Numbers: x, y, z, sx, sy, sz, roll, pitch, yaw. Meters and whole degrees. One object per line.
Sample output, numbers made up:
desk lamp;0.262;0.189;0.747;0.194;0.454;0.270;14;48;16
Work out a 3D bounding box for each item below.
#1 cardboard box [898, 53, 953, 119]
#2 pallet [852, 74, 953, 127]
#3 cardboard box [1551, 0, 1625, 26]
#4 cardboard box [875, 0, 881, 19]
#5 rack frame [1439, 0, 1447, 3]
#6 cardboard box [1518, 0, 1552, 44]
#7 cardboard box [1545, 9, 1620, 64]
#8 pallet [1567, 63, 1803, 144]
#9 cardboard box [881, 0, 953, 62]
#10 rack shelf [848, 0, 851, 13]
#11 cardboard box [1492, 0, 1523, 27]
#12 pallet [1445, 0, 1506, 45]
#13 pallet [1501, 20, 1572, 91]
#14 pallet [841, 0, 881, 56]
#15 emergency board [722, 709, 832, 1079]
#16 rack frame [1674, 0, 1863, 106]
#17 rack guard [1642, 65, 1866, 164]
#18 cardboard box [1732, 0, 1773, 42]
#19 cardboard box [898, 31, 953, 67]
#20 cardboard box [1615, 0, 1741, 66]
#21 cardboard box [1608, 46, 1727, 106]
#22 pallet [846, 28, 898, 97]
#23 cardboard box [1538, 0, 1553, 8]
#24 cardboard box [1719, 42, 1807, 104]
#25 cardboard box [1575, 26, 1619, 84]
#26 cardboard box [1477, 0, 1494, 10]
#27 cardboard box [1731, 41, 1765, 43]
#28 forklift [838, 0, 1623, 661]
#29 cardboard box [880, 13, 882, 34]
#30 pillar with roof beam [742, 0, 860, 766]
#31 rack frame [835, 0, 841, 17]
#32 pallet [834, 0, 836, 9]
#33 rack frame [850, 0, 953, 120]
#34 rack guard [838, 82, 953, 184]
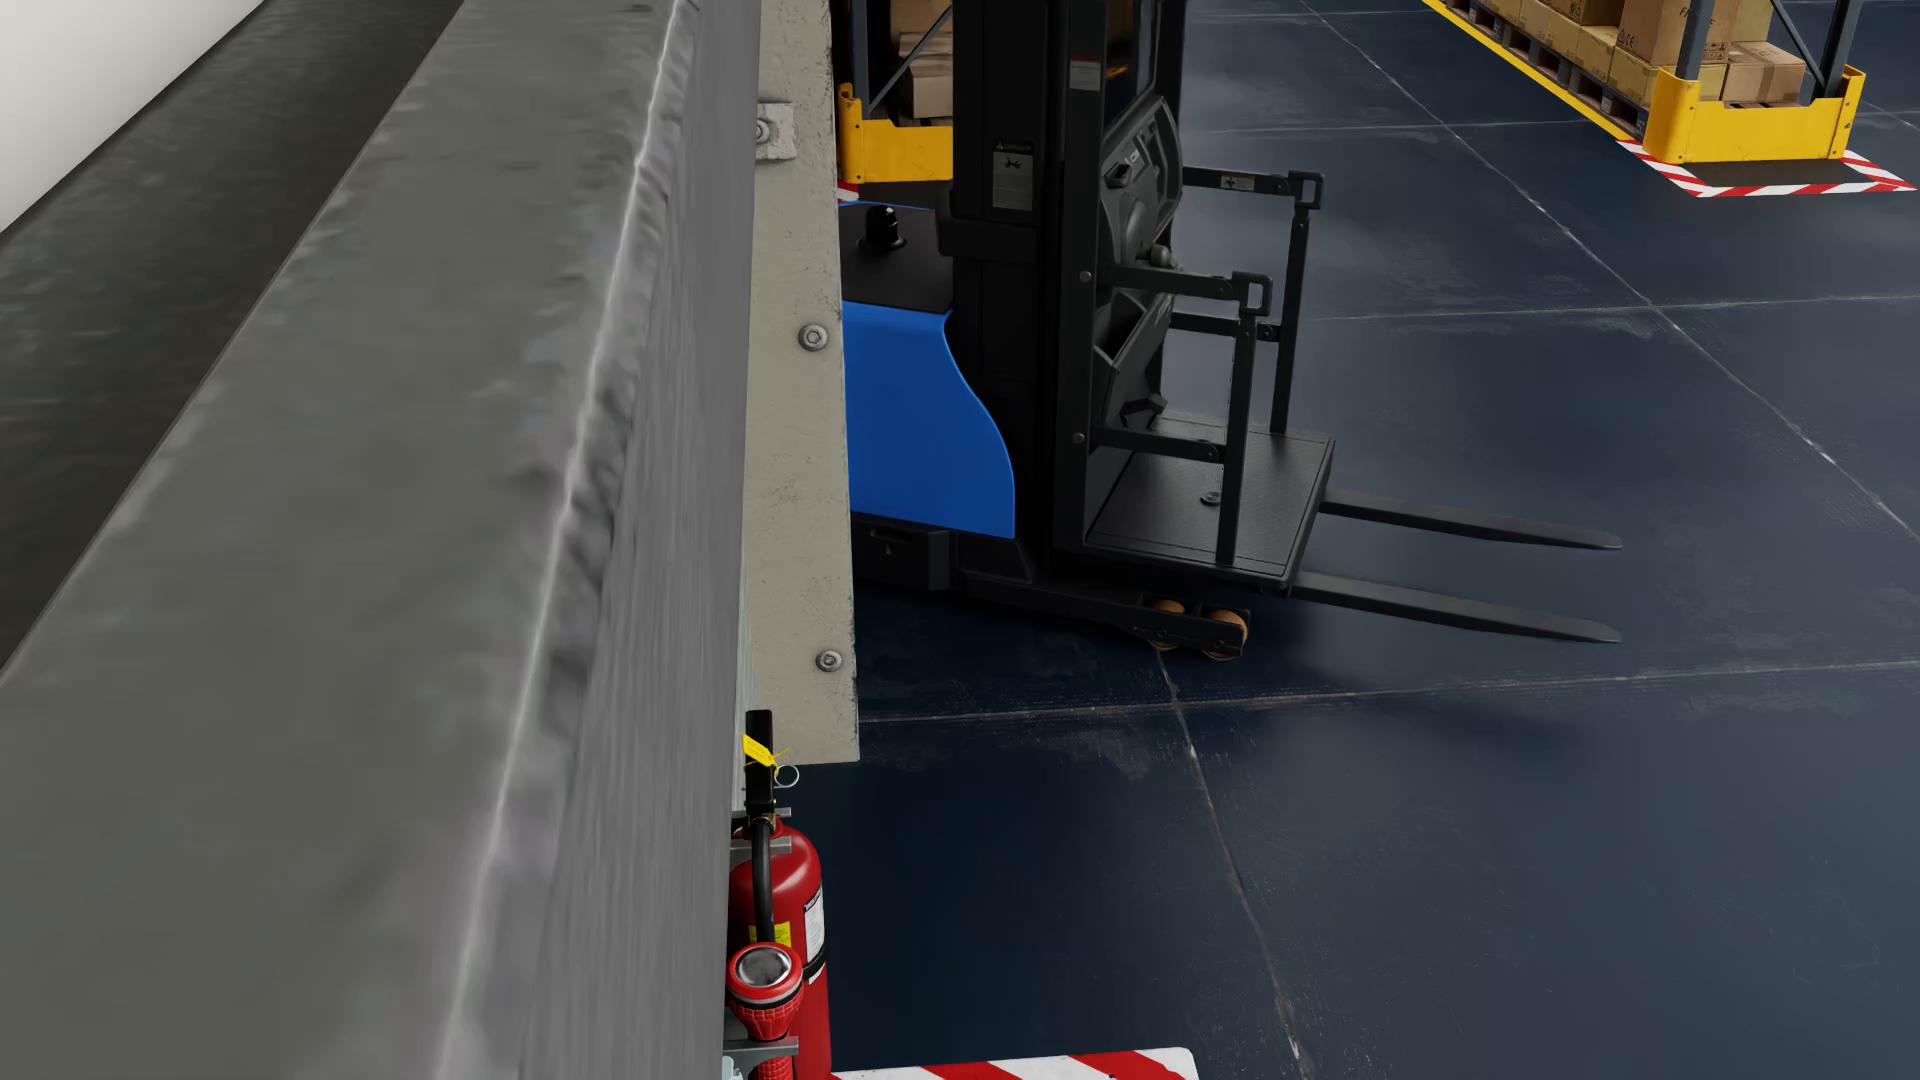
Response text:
cardboard box;-0.090;-2.842;10.276;0.500;0.311;0.500;-6;31;-10
pallet;-0.163;-2.708;10.578;1.003;0.211;1.213;-3;31;-5
cardboard box;4.362;-3.780;11.194;0.500;0.500;0.500;-3;31;-5
cardboard box;-0.352;-4.080;12.164;0.500;0.500;0.500;-5;31;-8
rack frame;4.443;-5.731;12.920;1.000;3.000;0.127;-3;31;-5
cardboard box;4.320;-3.714;11.814;0.500;0.250;0.500;-3;31;-5
cardboard box;4.365;-3.459;11.387;0.500;0.250;0.500;-3;31;-5
pallet;4.704;-2.881;10.866;1.003;0.211;1.213;-3;31;-5
cardboard box;-0.162;-3.591;11.346;0.700;0.500;0.500;-5;31;-8
rack shelf;-0.302;-4.162;10.995;1.077;0.370;4.000;-3;31;-5
cardboard box;4.268;-3.969;12.241;0.500;0.250;0.500;-3;31;-5
pallet;4.476;-4.126;12.952;1.003;0.211;1.213;-3;31;-5
pallet;4.593;-3.502;11.907;1.003;0.211;1.213;-3;31;-5
pallet;-0.391;-3.954;12.663;1.003;0.211;1.213;-3;31;-5
emergency board;-0.288;0.561;2.386;0.194;1.169;0.643;-3;31;-5
rack frame;4.817;-3.689;9.501;1.000;3.000;0.127;-3;31;-5
rack guard;4.819;-2.604;10.122;1.175;0.500;0.348;-3;31;-5
cardboard box;4.940;-3.551;10.810;0.500;0.500;0.500;-3;31;-5
cardboard box;-0.143;-3.133;10.763;0.500;0.311;0.500;0;31;0
cardboard box;4.470;-3.270;10.341;0.500;0.500;0.500;-3;31;-5
cardboard box;4.473;-2.949;10.533;0.500;0.250;0.500;-3;31;-5
pallet;-0.274;-3.329;11.618;1.003;0.211;1.213;-3;31;-5
cardboard box;4.317;-4.036;11.622;0.500;0.500;0.500;-3;31;-5
cardboard box;4.988;-2.973;10.575;0.500;0.250;0.500;-3;31;-5
cardboard box;4.414;-3.203;10.960;0.500;0.250;0.500;-3;31;-5
cardboard box;4.226;-4.224;12.669;0.500;0.250;0.500;-3;31;-5
cardboard box;4.938;-3.229;11.002;0.500;0.250;0.500;-3;31;-5
forklift;0.778;-1.162;5.338;3.031;2.935;1.130;10;32;17
cardboard box;-0.359;-3.640;11.769;0.380;0.149;0.250;-5;31;-9
pillar with roof beam;3.805;-3.484;3.308;9.100;9.000;0.400;-3;31;-5
rack frame;-0.489;-5.492;12.520;1.000;3.000;0.127;-3;31;-5
pallet;-0.563;-4.692;13.900;1.003;0.211;1.213;-3;31;-5
rack frame;-0.115;-3.450;9.101;1.000;3.000;0.127;-3;31;-5
rack guard;-0.122;-2.416;9.807;1.175;0.500;0.348;-3;31;-5
